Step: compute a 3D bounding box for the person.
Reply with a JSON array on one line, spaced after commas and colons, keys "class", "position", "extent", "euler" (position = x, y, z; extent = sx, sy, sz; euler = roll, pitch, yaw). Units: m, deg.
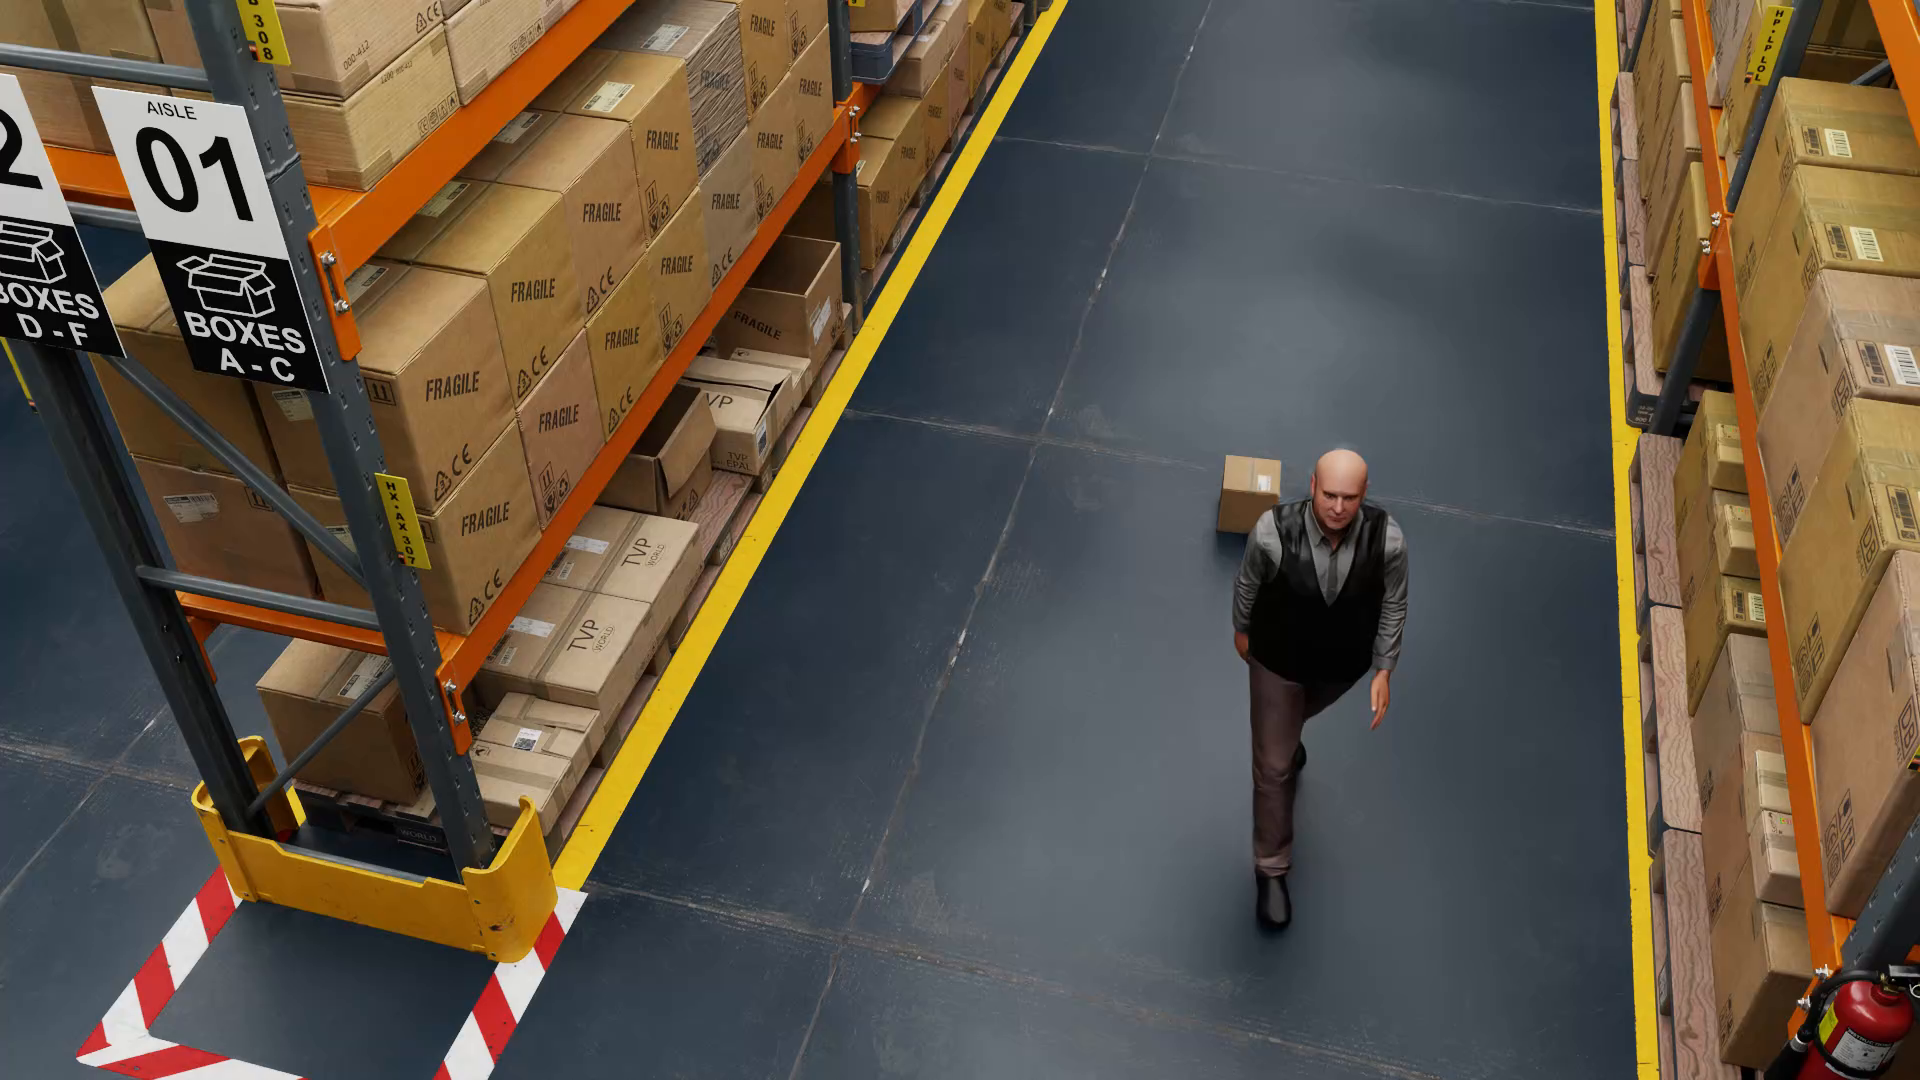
[{"class": "person", "position": [1.213, 0.422, 5.671], "extent": [0.552, 1.662, 1.051], "euler": [-1, 41, -1]}]
